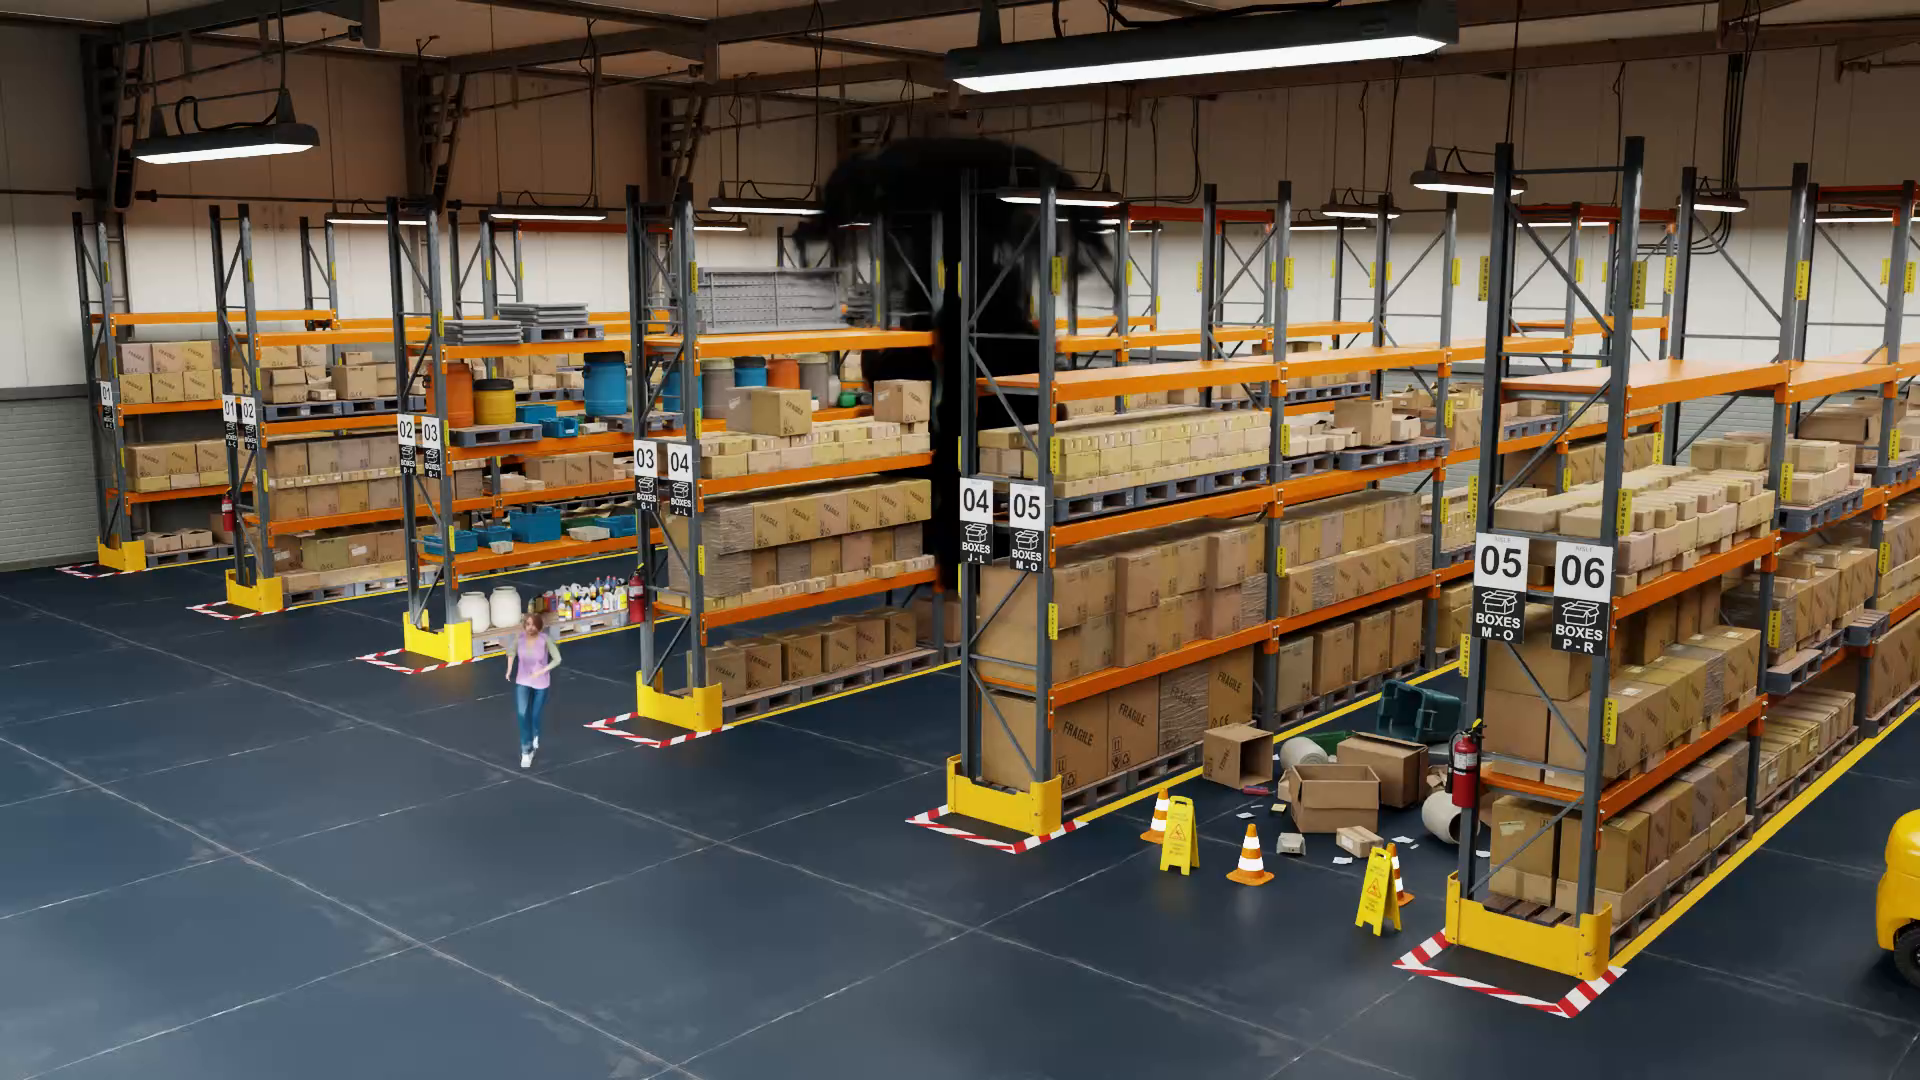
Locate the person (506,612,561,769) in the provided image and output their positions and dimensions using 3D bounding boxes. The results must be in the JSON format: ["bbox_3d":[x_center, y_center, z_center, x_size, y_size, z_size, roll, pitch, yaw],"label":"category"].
[{"bbox_3d":[-4.433,1.525,17.394,0.563,1.634,0.719,-1,10,-5],"label":"person"}]
